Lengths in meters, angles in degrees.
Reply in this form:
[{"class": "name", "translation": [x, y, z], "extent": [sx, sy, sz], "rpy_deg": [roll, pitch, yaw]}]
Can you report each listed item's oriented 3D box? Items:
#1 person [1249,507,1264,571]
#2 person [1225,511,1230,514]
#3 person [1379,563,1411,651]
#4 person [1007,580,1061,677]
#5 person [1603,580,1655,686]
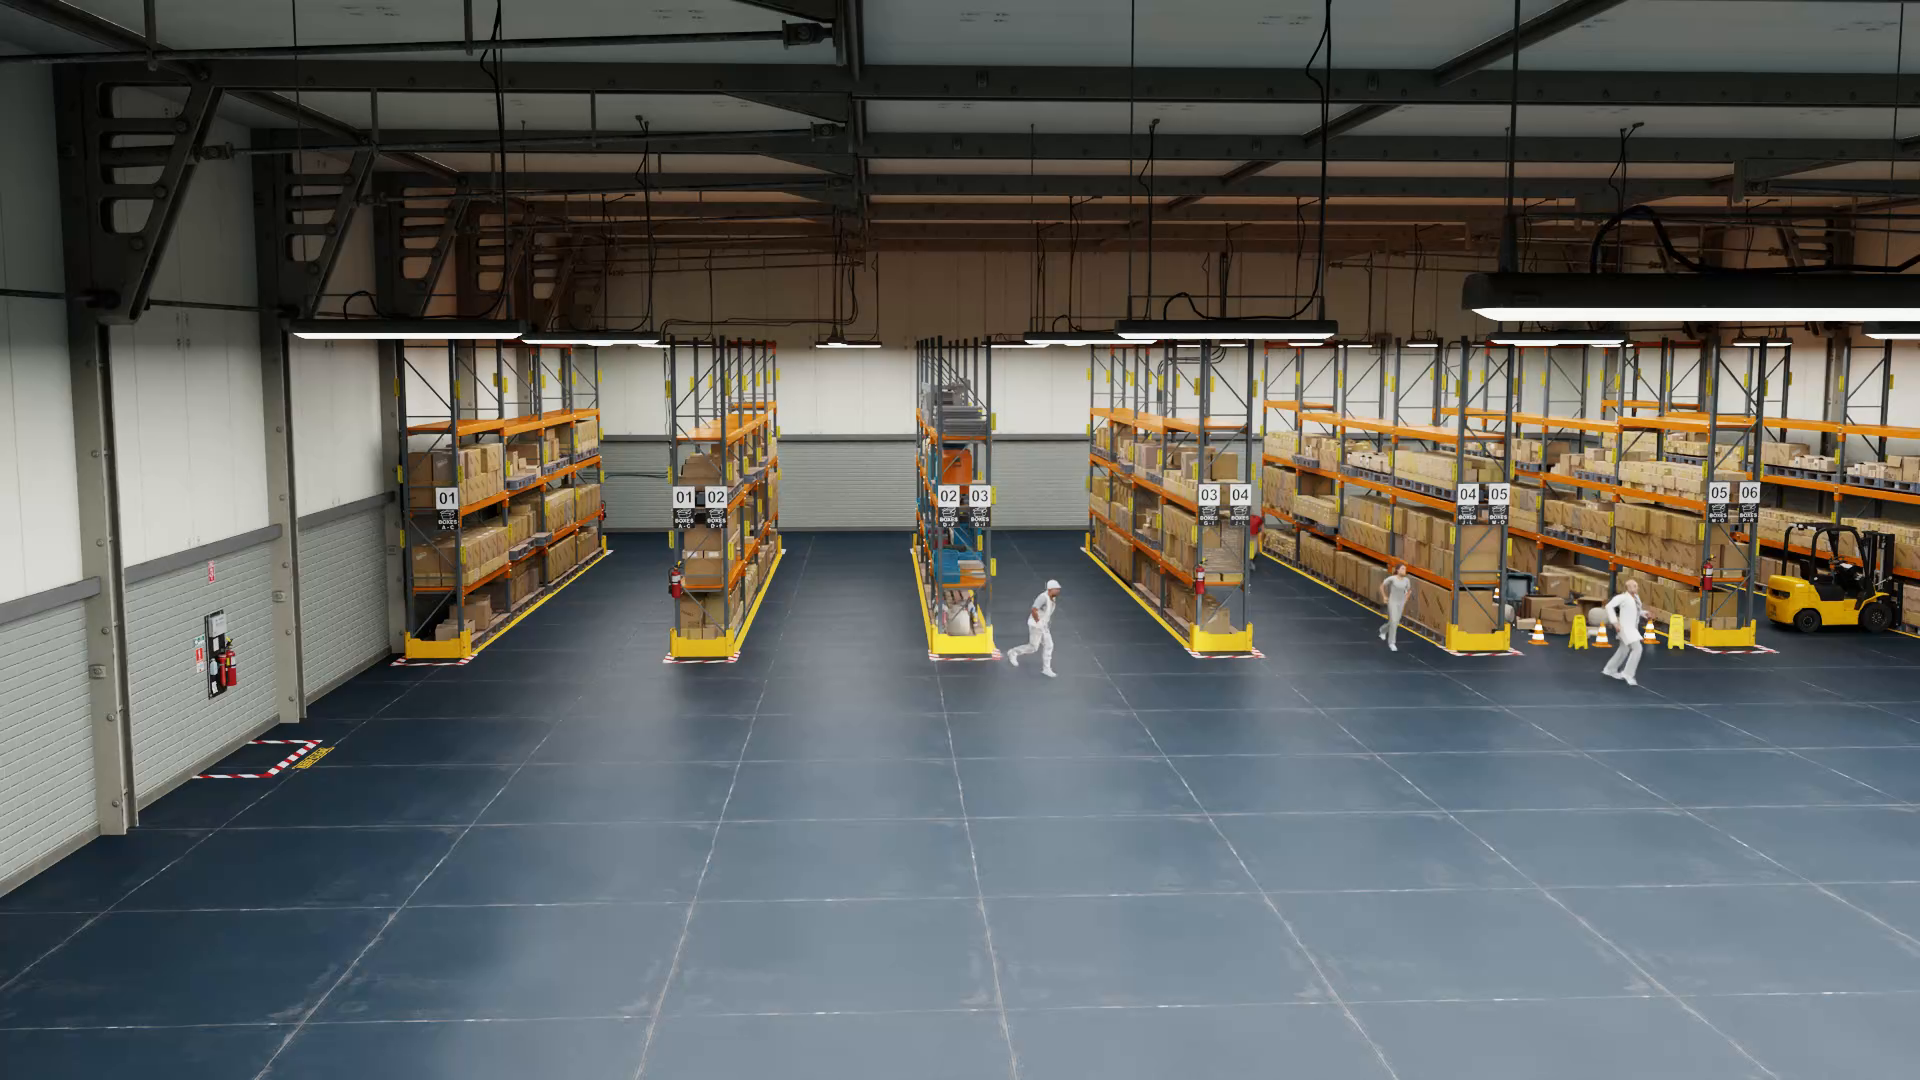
[{"class": "person", "translation": [7.581, -0.025, 43.207], "extent": [0.692, 1.692, 0.615], "rpy_deg": [0, 6, 2]}, {"class": "person", "translation": [7.423, -0.371, 46.369], "extent": [0.563, 1.679, 0.627], "rpy_deg": [0, 6, -2]}, {"class": "person", "translation": [8.456, 1.258, 32.265], "extent": [0.603, 1.654, 0.862], "rpy_deg": [-2, 7, -13]}, {"class": "person", "translation": [1.319, 1.550, 29.482], "extent": [1.000, 1.726, 0.694], "rpy_deg": [2, 7, 17]}, {"class": "person", "translation": [11.555, 1.597, 28.751], "extent": [0.836, 1.840, 0.688], "rpy_deg": [6, 9, 42]}]
